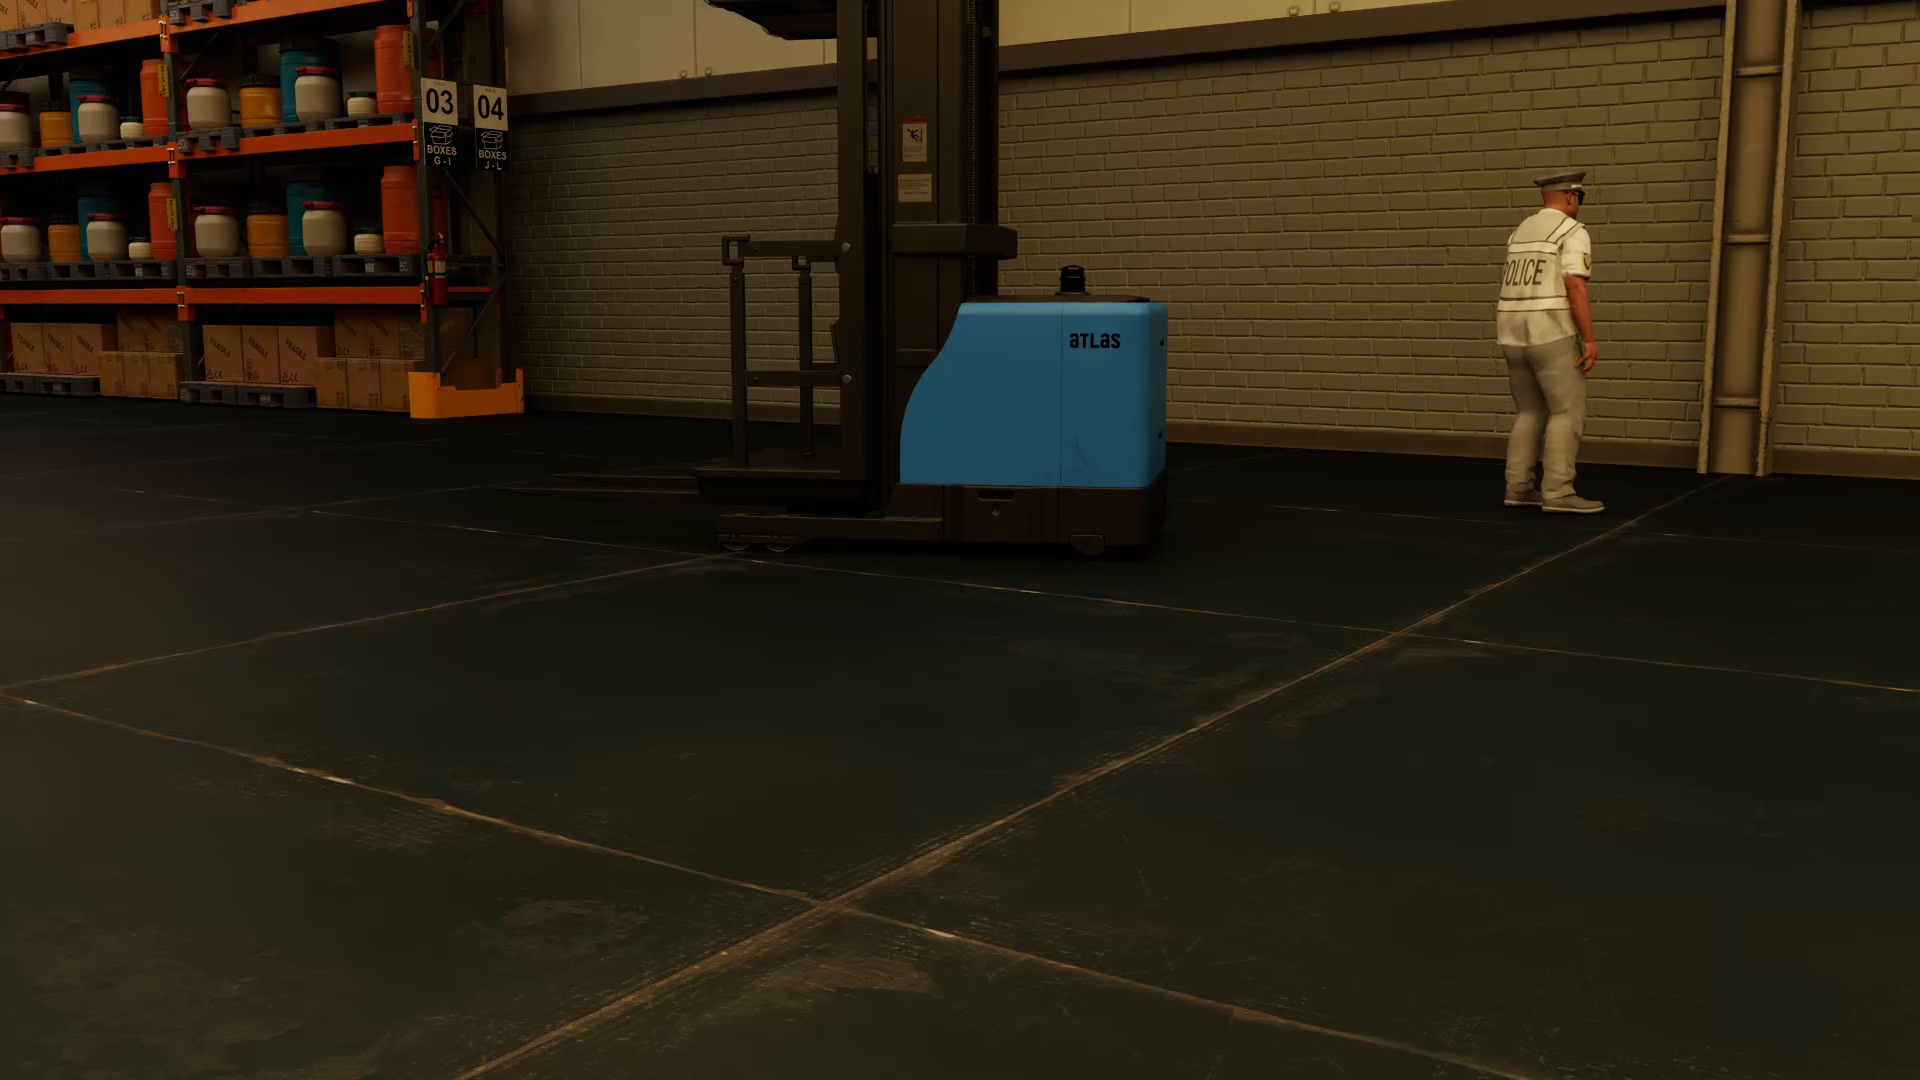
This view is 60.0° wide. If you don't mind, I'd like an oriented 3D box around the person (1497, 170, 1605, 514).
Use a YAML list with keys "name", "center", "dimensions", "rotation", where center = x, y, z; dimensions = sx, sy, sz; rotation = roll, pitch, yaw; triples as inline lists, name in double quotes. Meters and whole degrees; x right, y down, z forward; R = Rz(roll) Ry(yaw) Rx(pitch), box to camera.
- name: "person"
  center: [3.037, -1.030, 8.623]
  dimensions: [0.437, 1.750, 0.607]
  rotation: [-3, 9, -22]

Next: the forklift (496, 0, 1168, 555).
- name: "forklift"
  center: [-0.596, -1.469, 7.520]
  dimensions: [3.031, 2.935, 1.130]
  rotation: [2, 8, 12]
